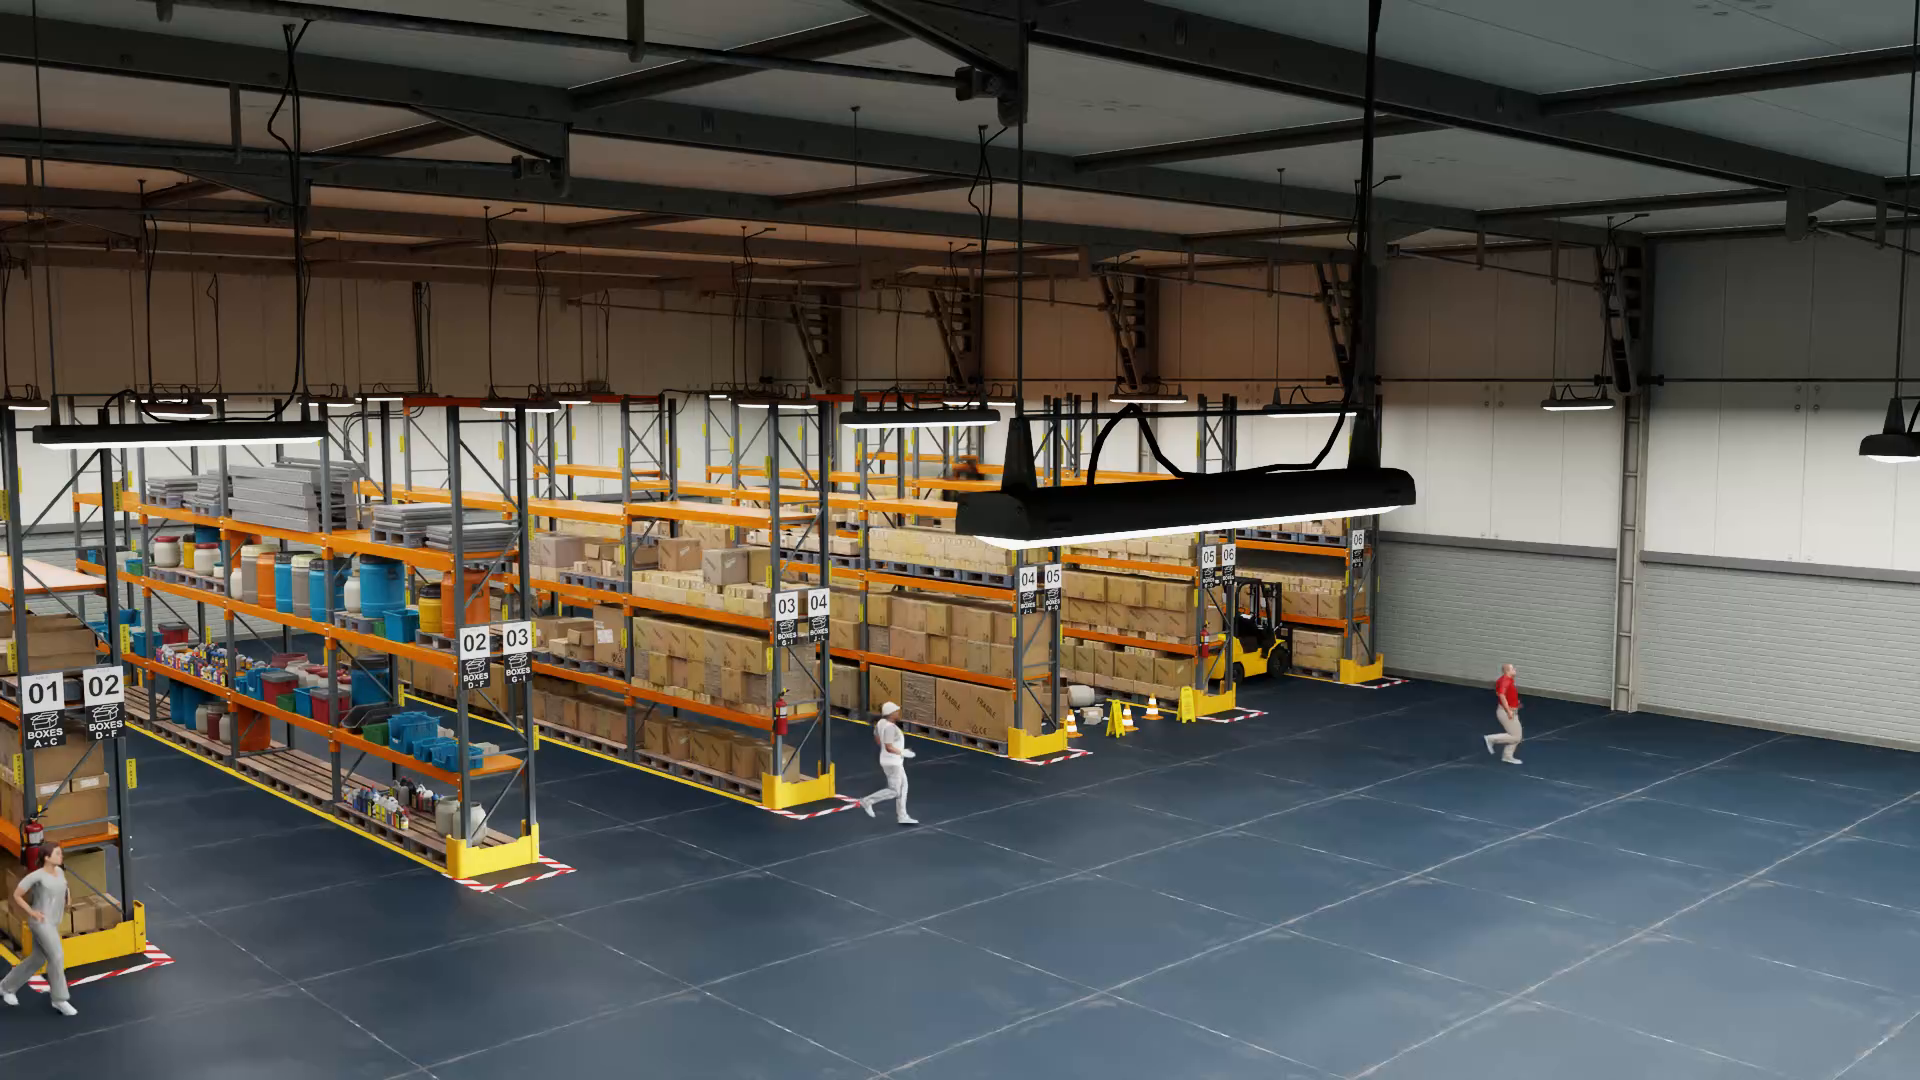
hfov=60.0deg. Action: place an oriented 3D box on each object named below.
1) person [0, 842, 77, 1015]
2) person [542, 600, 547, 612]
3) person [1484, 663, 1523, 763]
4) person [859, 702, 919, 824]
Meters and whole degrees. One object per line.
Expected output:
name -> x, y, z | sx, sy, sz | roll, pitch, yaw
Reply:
person -> -9.274, 3.894, 16.844 | 0.889, 1.673, 0.615 | 0, 6, 2
person -> -10.382, 1.616, 40.973 | 0.481, 1.510, 0.625 | -1, 6, -11
person -> 8.974, 2.856, 27.421 | 0.633, 1.666, 0.667 | 1, 6, 12
person -> -1.014, 3.183, 23.645 | 0.853, 1.780, 0.684 | -1, 6, -10
